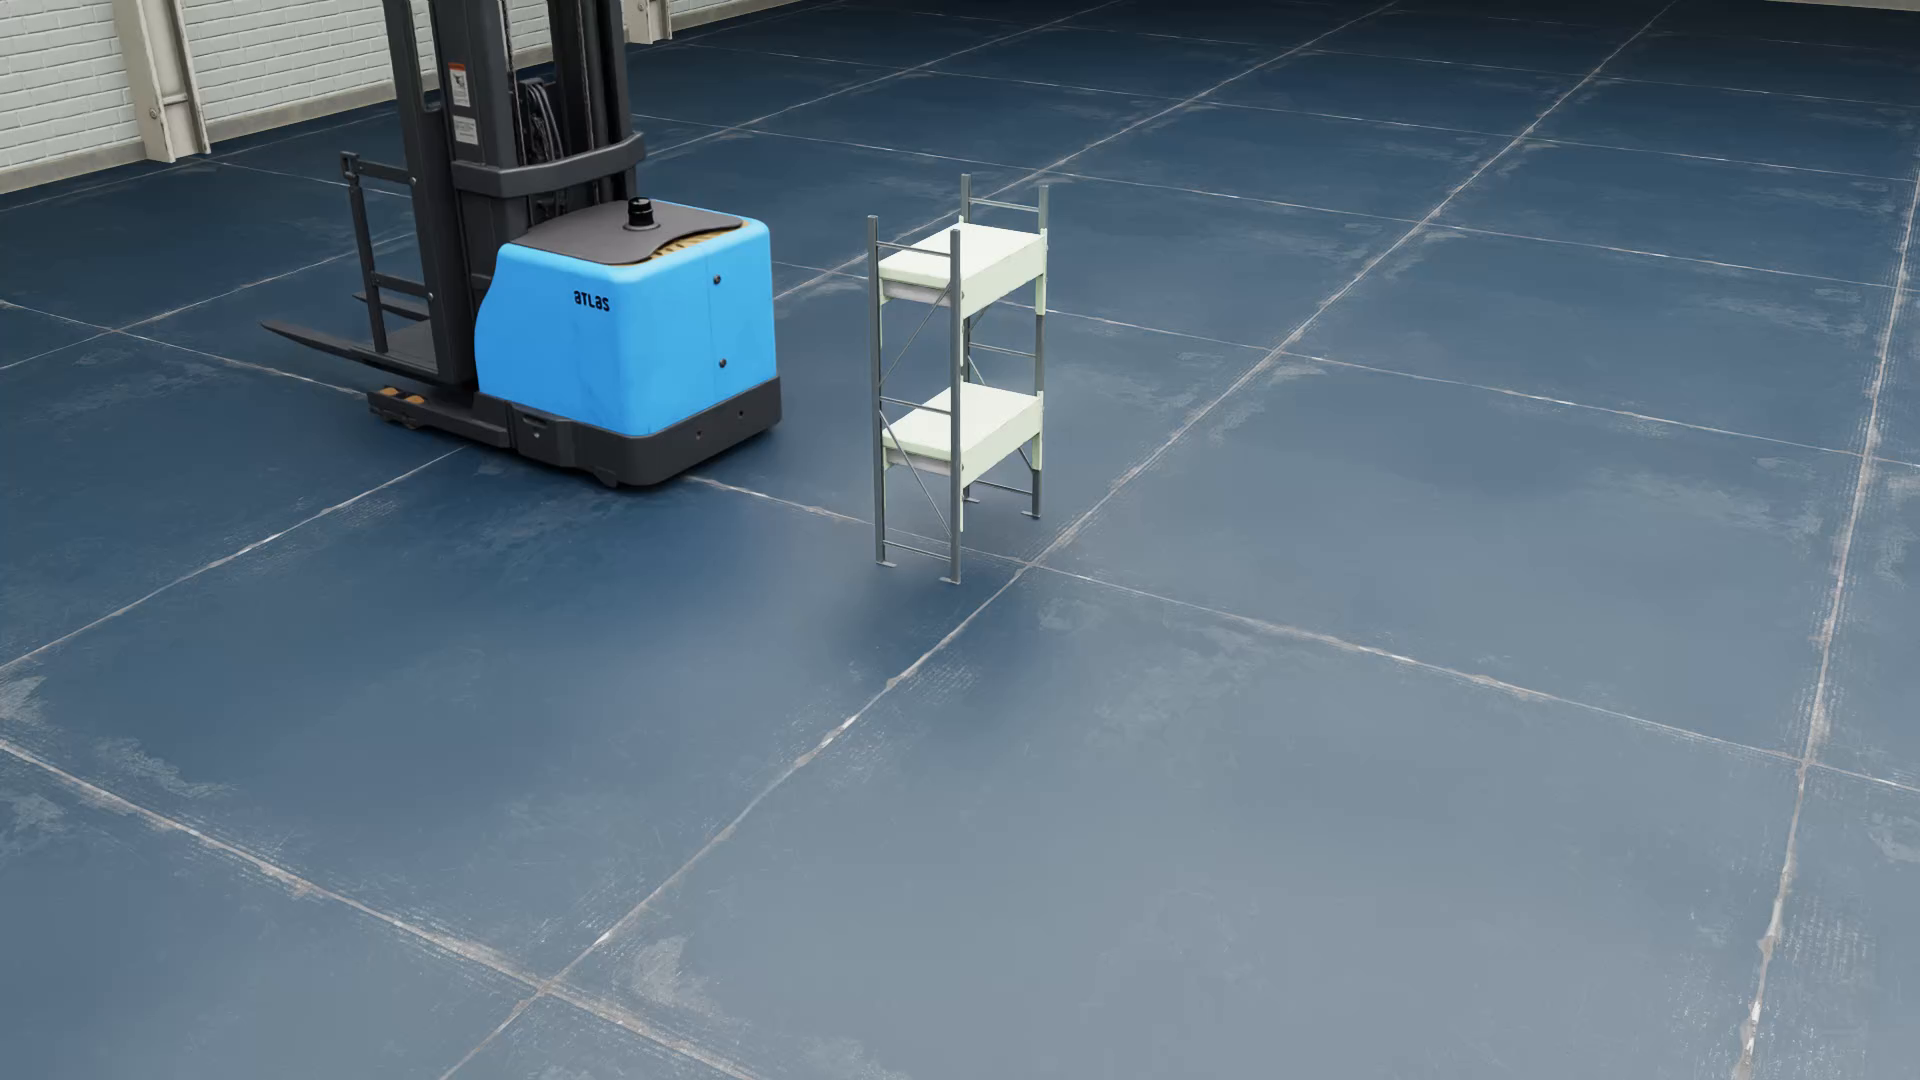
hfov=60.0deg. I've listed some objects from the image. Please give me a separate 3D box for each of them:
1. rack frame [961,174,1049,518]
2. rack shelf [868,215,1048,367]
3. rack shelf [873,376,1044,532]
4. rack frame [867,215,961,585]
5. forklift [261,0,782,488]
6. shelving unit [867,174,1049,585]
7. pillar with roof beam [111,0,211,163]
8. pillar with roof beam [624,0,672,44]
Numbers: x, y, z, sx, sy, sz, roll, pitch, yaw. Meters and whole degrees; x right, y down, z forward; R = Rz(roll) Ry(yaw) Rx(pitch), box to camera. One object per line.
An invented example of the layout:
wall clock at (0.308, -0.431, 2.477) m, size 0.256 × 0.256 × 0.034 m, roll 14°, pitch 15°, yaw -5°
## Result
rack frame at (0.183, -0.816, 7.204) m, size 0.400 × 1.500 × 0.023 m, roll 14°, pitch 30°, yaw 26°
rack shelf at (0.003, -1.022, 6.745) m, size 0.431 × 0.370 × 0.720 m, roll 14°, pitch 30°, yaw 26°
rack shelf at (0.003, -0.382, 7.065) m, size 0.431 × 0.370 × 0.720 m, roll 14°, pitch 30°, yaw 26°
rack frame at (-0.177, -0.531, 6.635) m, size 0.400 × 1.500 × 0.023 m, roll 14°, pitch 30°, yaw 26°
forklift at (-2.396, -2.046, 8.063) m, size 3.031 × 2.935 × 1.130 m, roll 17°, pitch 31°, yaw 30°
shelving unit at (0.003, -0.673, 6.919) m, size 0.431 × 1.500 × 0.755 m, roll 14°, pitch 30°, yaw 26°
pillar with roof beam at (-2.586, -6.194, 9.570) m, size 9.100 × 9.000 × 0.400 m, roll 14°, pitch 30°, yaw 26°
pillar with roof beam at (0.365, -8.532, 14.242) m, size 9.100 × 9.000 × 0.400 m, roll 14°, pitch 30°, yaw 26°
